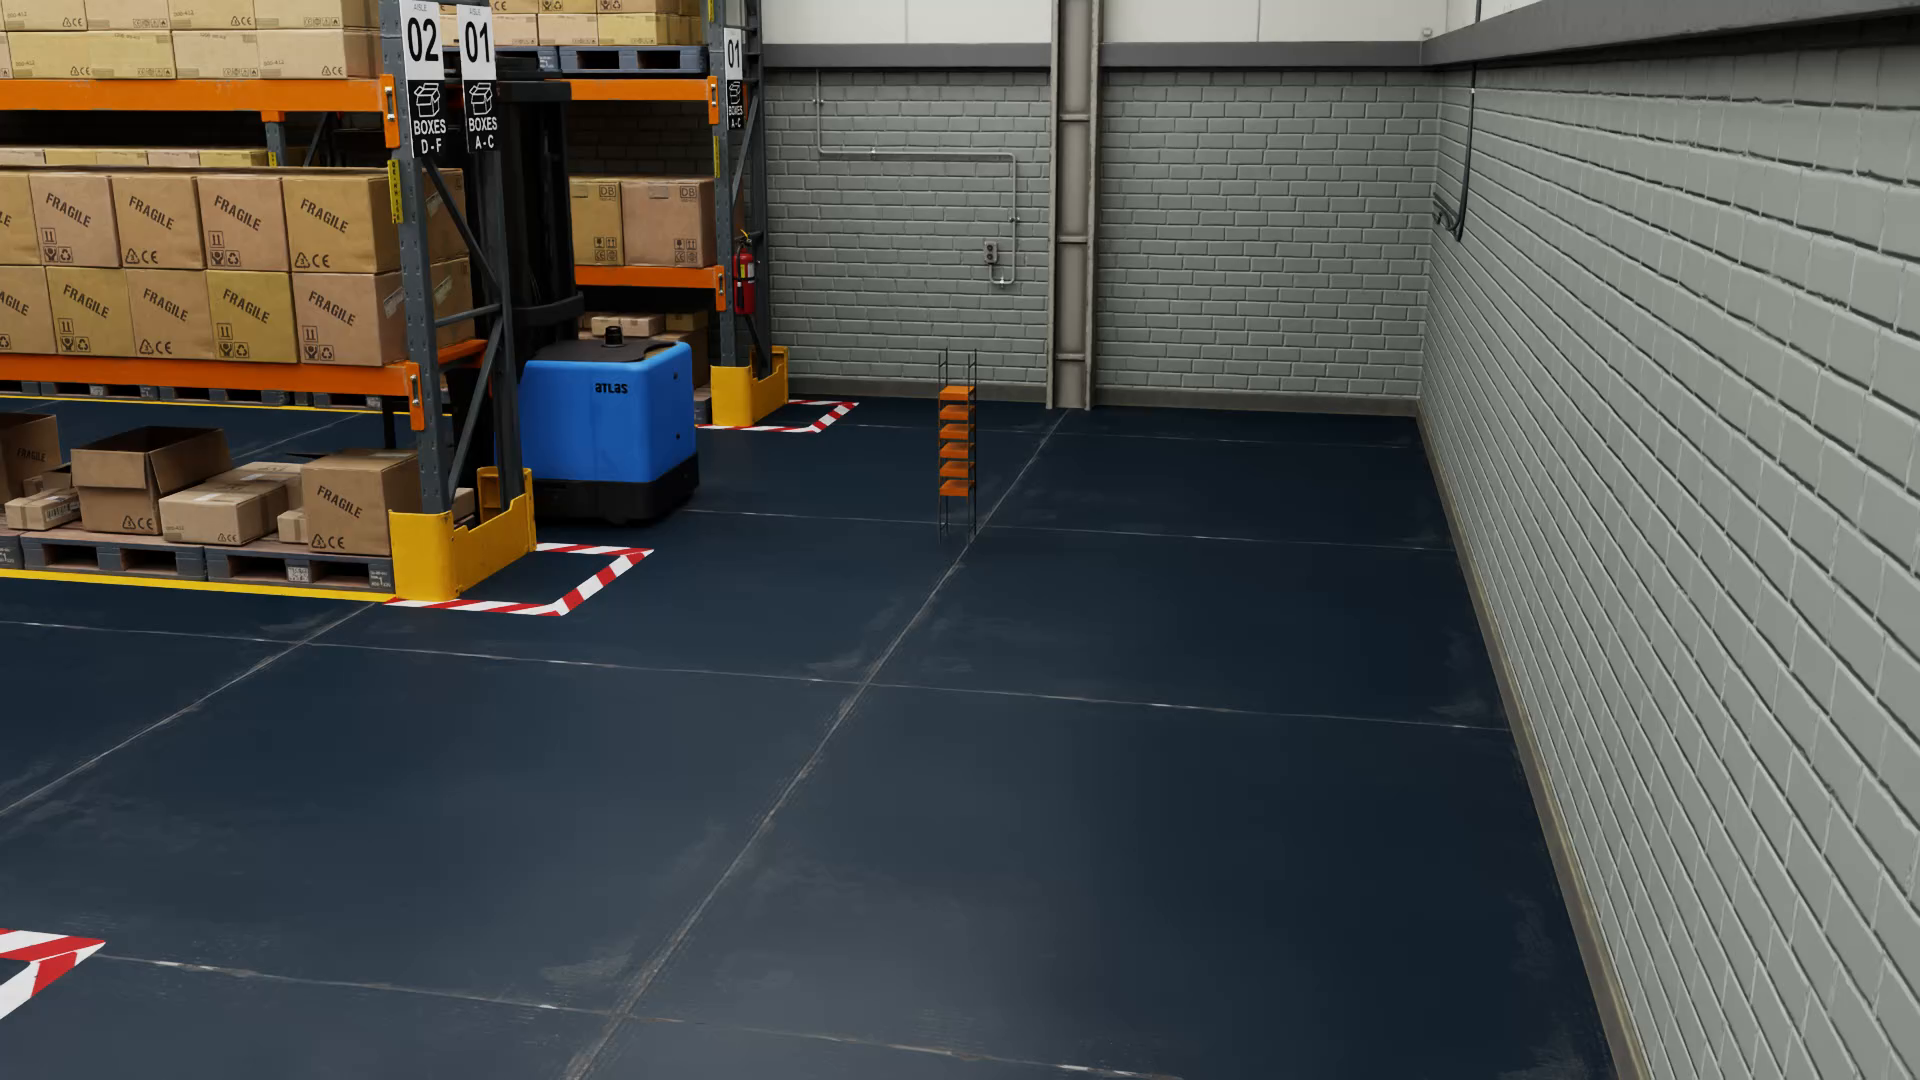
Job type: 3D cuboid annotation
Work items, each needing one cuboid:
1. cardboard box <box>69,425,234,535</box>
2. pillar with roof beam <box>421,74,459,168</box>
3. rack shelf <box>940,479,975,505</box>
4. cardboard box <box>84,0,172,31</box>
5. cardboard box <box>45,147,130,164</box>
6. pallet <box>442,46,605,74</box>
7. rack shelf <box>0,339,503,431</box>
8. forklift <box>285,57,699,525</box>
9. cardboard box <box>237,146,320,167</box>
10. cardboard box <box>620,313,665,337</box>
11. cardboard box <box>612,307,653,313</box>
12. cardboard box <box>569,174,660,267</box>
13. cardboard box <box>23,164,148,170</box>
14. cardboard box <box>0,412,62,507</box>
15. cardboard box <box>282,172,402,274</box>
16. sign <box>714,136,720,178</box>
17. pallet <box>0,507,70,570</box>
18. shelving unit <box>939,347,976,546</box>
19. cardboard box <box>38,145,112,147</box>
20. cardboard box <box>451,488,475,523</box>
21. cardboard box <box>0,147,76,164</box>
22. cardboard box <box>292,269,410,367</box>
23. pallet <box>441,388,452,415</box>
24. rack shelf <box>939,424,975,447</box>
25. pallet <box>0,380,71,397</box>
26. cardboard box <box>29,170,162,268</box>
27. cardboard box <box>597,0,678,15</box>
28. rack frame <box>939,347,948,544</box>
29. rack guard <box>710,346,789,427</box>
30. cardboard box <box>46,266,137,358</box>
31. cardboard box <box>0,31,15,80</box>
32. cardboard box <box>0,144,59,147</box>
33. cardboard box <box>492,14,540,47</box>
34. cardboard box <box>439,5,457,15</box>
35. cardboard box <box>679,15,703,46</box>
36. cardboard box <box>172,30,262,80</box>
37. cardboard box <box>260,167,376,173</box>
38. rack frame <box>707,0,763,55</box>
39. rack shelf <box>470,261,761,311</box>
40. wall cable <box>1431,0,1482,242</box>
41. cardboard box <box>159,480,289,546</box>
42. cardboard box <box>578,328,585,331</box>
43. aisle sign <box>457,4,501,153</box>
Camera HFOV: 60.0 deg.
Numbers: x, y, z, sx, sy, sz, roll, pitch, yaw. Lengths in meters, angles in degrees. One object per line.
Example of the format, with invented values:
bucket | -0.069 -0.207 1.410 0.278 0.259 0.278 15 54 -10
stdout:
cardboard box | -4.896 -0.378 10.091 0.637 0.503 0.797 3 16 11
pillar with roof beam | -5.754 -4.718 10.667 0.400 9.000 9.100 3 16 11
rack shelf | -0.014 -0.305 10.411 0.180 0.103 0.258 3 16 11
cardboard box | -4.352 -2.884 9.010 0.500 0.250 0.500 3 16 11
cardboard box | -7.762 -3.368 14.846 0.500 0.250 0.500 3 16 10
pallet | -3.763 -4.055 14.059 1.213 0.211 1.003 3 16 11
rack shelf | -4.778 -1.015 9.884 4.000 0.370 1.077 3 16 11
forklift | -3.383 -1.678 11.058 3.031 2.935 1.130 3 16 9
cardboard box | -6.154 -3.419 15.030 0.500 0.250 0.500 4 16 13
cardboard box | -2.703 -1.832 14.167 0.250 0.149 0.380 3 16 10
cardboard box | -2.875 -1.945 14.575 0.250 0.149 0.380 3 16 11
cardboard box | -3.052 -2.756 14.261 0.700 0.700 0.980 3 16 11
cardboard box | -5.195 -1.985 9.980 0.500 0.500 0.500 3 16 12
cardboard box | -6.123 -0.519 10.606 0.500 0.500 0.500 3 16 11
cardboard box | -3.309 -1.737 9.083 0.500 0.500 0.500 3 16 11
sign | -1.957 -3.082 13.387 0.005 0.325 0.100 3 16 11
pallet | -6.065 -0.087 10.412 1.213 0.211 1.003 3 16 11
shelving unit | -0.014 -0.579 10.335 0.189 1.200 0.258 3 16 11
cardboard box | -8.169 -3.526 15.417 0.500 0.250 0.500 3 16 10
cardboard box | -3.160 -0.205 10.131 0.250 0.149 0.380 3 16 11
cardboard box | -8.263 -3.394 14.938 0.500 0.250 0.500 3 16 11
cardboard box | -3.311 -1.256 9.220 0.500 0.500 0.500 4 16 13
pallet | -3.826 -1.295 14.771 1.213 0.211 1.003 3 16 11
rack shelf | -0.014 -0.652 10.314 0.180 0.103 0.258 3 16 11
pallet | -8.917 -1.571 15.769 1.213 0.211 1.003 3 16 11
cardboard box | -4.817 -1.817 9.373 0.500 0.500 0.500 4 16 13
cardboard box | -2.606 -4.504 13.416 0.500 0.500 0.500 3 16 11
rack frame | -0.104 -0.584 10.352 0.006 1.200 0.240 3 16 11
rack guard | -1.811 -1.345 14.412 0.348 0.500 1.175 3 16 11
cardboard box | -4.802 -1.337 9.514 0.500 0.500 0.500 3 16 10
cardboard box | -5.332 -2.696 9.268 0.500 0.250 0.500 3 16 11
cardboard box | -8.671 -3.555 15.518 0.500 0.250 0.500 3 16 9
cardboard box | -3.627 -4.198 13.717 0.500 0.250 0.500 3 16 9
cardboard box | -4.122 -4.587 13.717 0.500 0.500 0.500 3 16 11
cardboard box | -2.501 -4.278 14.005 0.500 0.250 0.500 4 16 14
cardboard box | -3.862 -2.616 8.980 0.500 0.250 0.500 3 16 11
cardboard box | -3.714 -1.904 9.685 0.500 0.500 0.500 3 16 12
rack frame | -1.835 -5.442 13.282 0.127 3.000 1.000 3 16 11
rack shelf | -3.795 -2.311 14.563 4.000 0.370 1.077 3 16 11
wall cable | 3.636 -3.552 12.273 0.112 2.526 3.097 3 16 11
cardboard box | -4.325 -0.165 9.795 0.500 0.250 0.500 3 16 11
cardboard box | -3.524 -1.613 14.593 0.500 0.500 0.700 3 16 9
aisle sign | -2.693 -2.581 9.321 0.004 0.787 0.394 3 16 11
